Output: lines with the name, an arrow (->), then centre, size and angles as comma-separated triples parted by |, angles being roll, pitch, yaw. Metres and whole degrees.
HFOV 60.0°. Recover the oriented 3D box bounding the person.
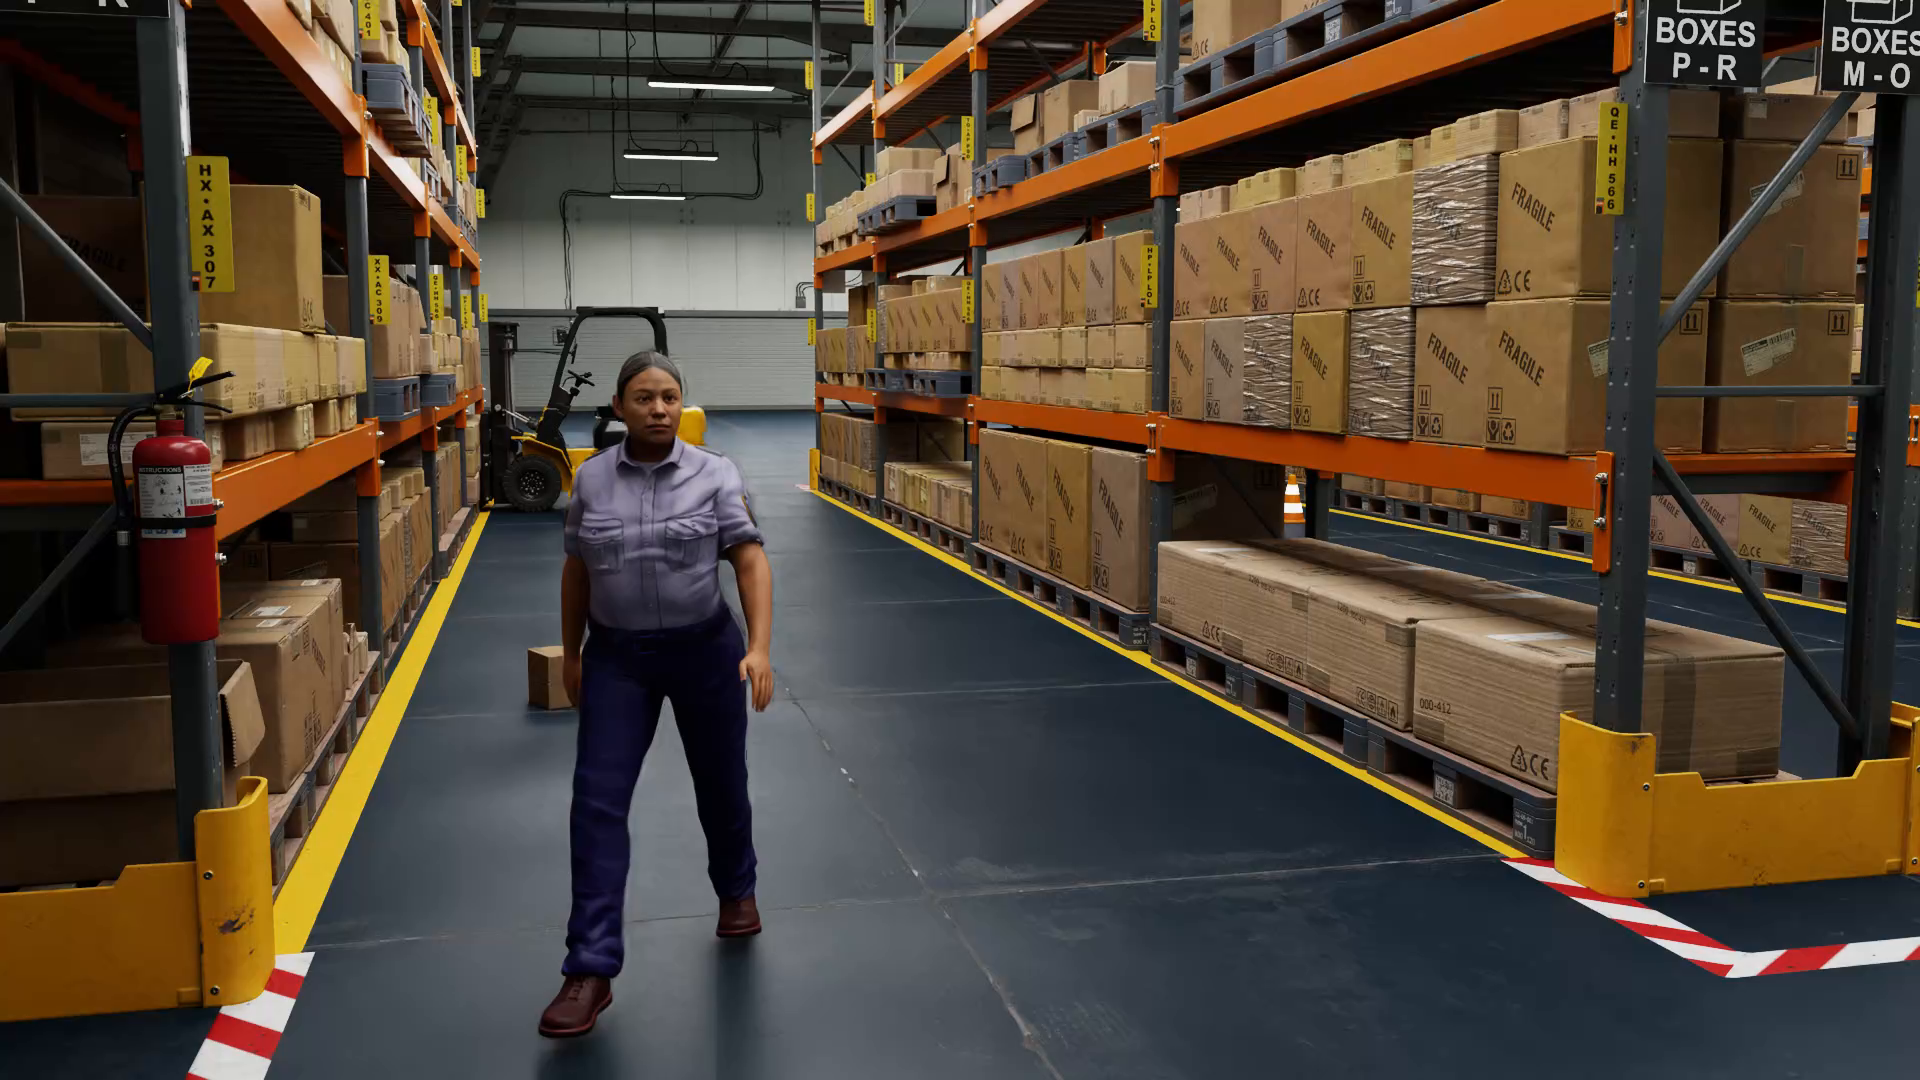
person -> -0.760, 0.321, 4.196 | 0.580, 1.590, 0.988 | 0, 6, -1
